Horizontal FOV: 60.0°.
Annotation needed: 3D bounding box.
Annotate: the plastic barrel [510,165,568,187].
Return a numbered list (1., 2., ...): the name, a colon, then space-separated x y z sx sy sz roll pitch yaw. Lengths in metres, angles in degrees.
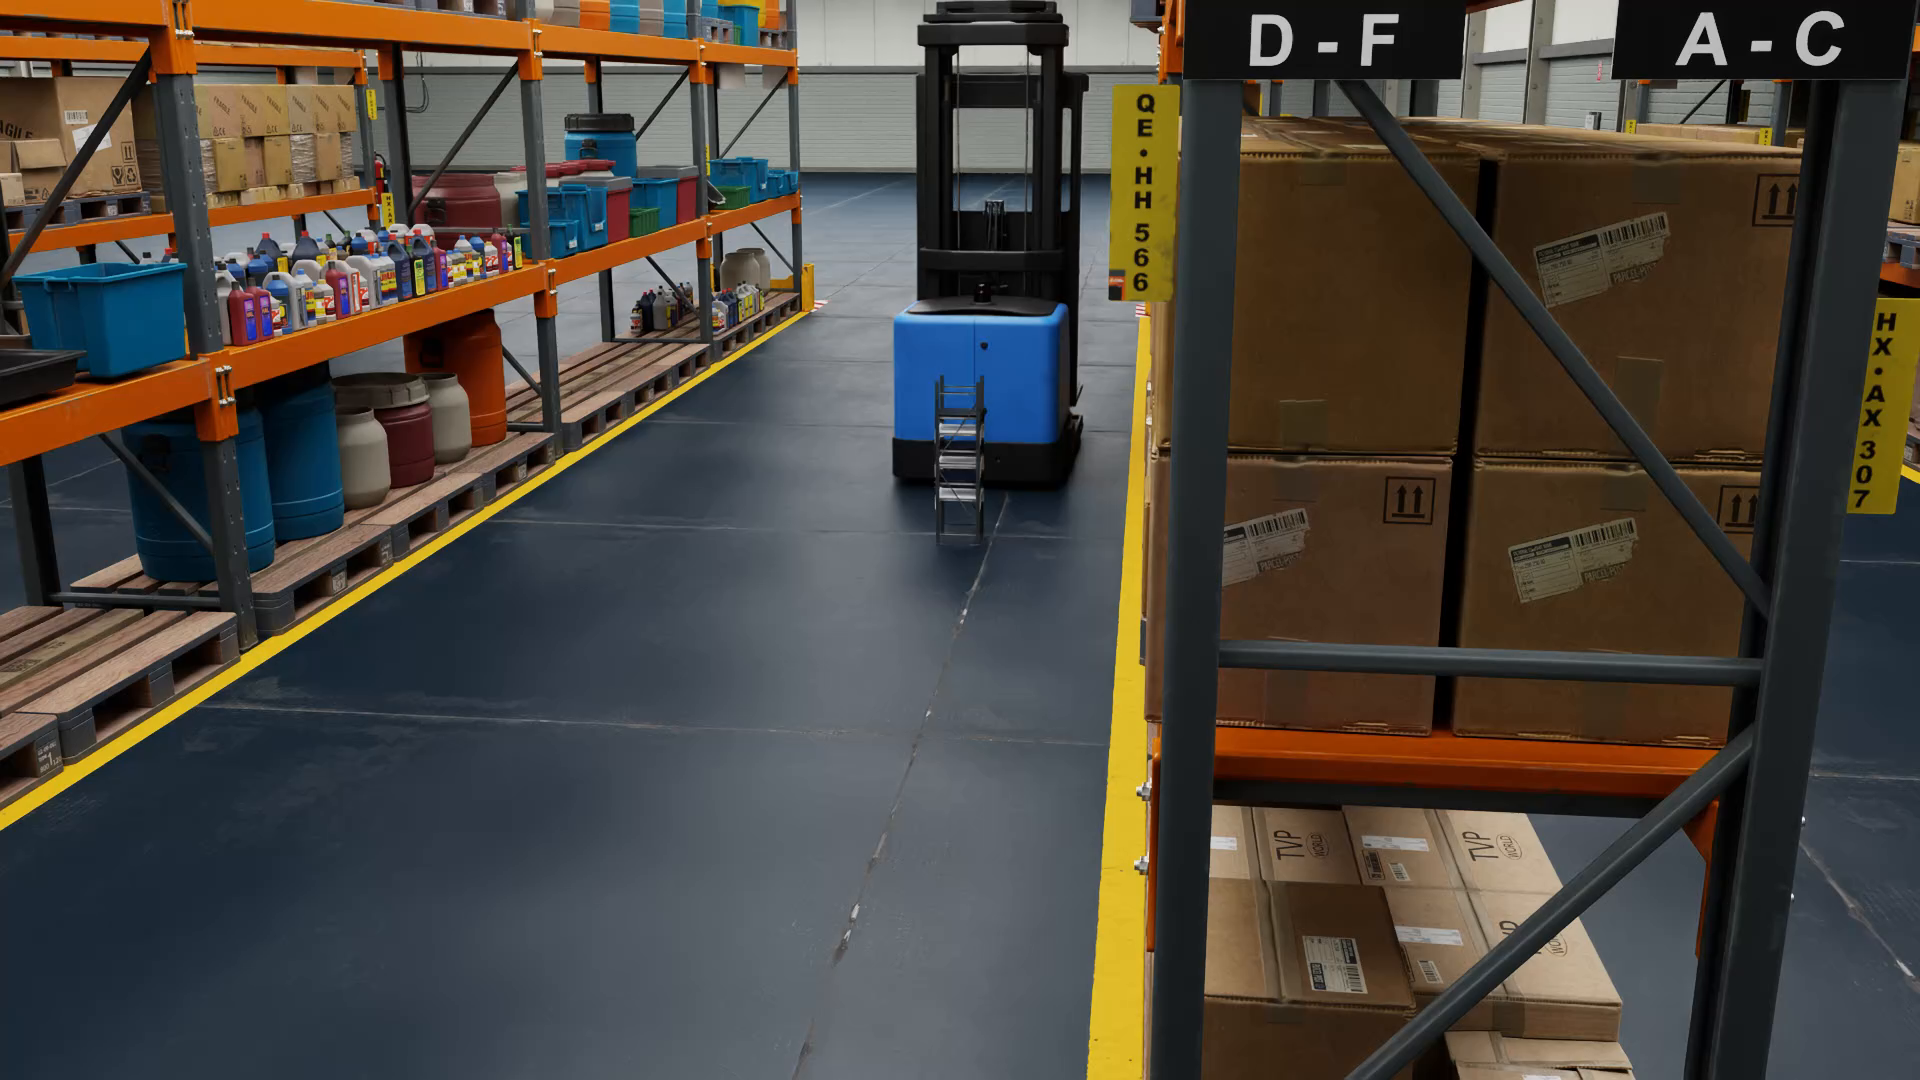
1. plastic barrel: -3.194 -2.577 12.684 0.433 0.535 0.433 0 15 0

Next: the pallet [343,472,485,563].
1. pallet: -3.376 -0.151 9.314 1.003 0.211 1.213 2 15 6

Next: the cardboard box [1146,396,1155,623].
1. cardboard box: 0.666 -0.103 3.606 0.500 0.500 0.500 2 15 7

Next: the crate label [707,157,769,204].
1. crate label: -2.224 -3.624 16.752 0.502 0.435 0.616 2 15 6

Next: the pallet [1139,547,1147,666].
1. pallet: 1.336 0.301 7.646 1.003 0.211 1.213 2 15 6

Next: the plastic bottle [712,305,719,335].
1. plastic bottle: -2.265 -2.020 15.271 0.097 0.271 0.097 0 15 0

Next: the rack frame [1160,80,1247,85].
1. rack frame: 2.636 -3.946 18.008 1.000 3.000 0.127 2 15 6

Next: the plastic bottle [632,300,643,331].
1. plastic bottle: -3.010 -2.091 15.509 0.061 0.283 0.133 2 15 9

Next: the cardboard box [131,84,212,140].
1. cardboard box: -7.355 -3.985 15.476 0.500 0.500 0.500 2 15 6

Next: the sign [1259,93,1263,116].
1. sign: 3.173 -4.600 17.754 0.100 0.325 0.005 2 15 6

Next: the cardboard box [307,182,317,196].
1. cardboard box: -7.153 -3.778 17.869 0.380 0.149 0.250 2 15 6

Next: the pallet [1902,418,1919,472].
1. pallet: 6.745 -0.583 10.912 1.003 0.211 1.213 2 15 6

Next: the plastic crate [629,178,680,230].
1. plastic crate: -2.552 -2.752 13.625 0.392 0.384 0.575 2 15 6

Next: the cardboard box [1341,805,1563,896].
1. cardboard box: 1.287 0.927 4.413 0.500 0.250 0.500 2 15 6

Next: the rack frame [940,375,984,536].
1. rack frame: 0.011 -0.459 9.134 0.240 0.900 0.006 2 15 6

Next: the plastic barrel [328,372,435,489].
1. plastic barrel: -3.354 -0.636 9.584 0.600 0.588 0.708 2 15 6

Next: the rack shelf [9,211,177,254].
1. rack shelf: -7.884 -2.335 13.430 1.077 0.370 4.000 2 15 6

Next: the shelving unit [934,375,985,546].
1. shelving unit: -0.001 -0.432 9.037 0.258 0.900 0.210 2 15 6

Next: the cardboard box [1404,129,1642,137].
1. cardboard box: 1.255 -0.700 3.896 0.500 0.500 0.500 2 15 7

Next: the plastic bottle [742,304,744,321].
1. plastic bottle: -2.157 -2.236 16.202 0.097 0.201 0.097 0 15 0

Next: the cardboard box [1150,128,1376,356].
1. cardboard box: 0.717 -0.716 3.957 0.500 0.500 0.500 2 15 8

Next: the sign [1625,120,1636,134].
1. sign: 7.019 -4.235 17.418 0.100 0.325 0.005 2 15 6

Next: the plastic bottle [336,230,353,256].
1. plastic bottle: -3.671 -1.705 9.946 0.061 0.283 0.133 2 15 6

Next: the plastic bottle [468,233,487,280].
1. plastic bottle: -2.889 -1.699 9.944 0.097 0.271 0.097 0 15 0

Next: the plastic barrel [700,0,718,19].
1. plastic barrel: -2.518 -5.203 15.146 0.600 0.901 0.708 2 15 6

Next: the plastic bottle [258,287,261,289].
1. plastic bottle: -3.293 -1.087 7.816 0.097 0.201 0.097 0 15 0

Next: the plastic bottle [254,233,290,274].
1. plastic bottle: -3.737 -1.490 9.022 0.144 0.351 0.185 2 15 6

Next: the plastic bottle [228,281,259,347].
1. plastic bottle: -3.174 -1.007 7.362 0.061 0.283 0.133 2 15 6

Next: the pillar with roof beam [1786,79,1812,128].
1. pillar with roof beam: 4.061 -6.617 16.392 9.100 9.000 0.400 2 15 6

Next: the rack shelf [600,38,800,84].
1. rack shelf: -2.511 -4.675 16.335 1.077 0.370 4.000 2 15 6

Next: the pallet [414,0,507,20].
1. pallet: -3.372 -3.179 9.788 1.003 0.211 1.213 2 15 6

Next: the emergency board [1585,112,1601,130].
1. emergency board: 9.333 -5.790 24.828 0.194 1.169 0.643 2 15 6

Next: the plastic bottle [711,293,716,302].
1. plastic bottle: -2.377 -2.190 15.748 0.144 0.351 0.185 2 15 6

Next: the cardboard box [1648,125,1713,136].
1. cardboard box: 7.140 -3.857 16.493 0.500 0.500 0.500 2 15 6

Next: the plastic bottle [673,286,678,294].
1. plastic bottle: -2.850 -2.412 16.720 0.097 0.271 0.097 0 15 0

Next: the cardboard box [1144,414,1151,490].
1. cardboard box: 1.229 -0.366 8.714 0.500 0.500 0.500 1 15 4

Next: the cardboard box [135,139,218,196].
1. cardboard box: -7.546 -3.508 15.627 0.875 0.500 0.500 2 15 6

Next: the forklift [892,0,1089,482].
1. forklift: 0.288 -2.107 11.341 1.130 2.935 3.031 2 15 7

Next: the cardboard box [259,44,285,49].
1. cardboard box: -7.180 -5.089 16.776 0.500 0.250 0.500 1 15 5

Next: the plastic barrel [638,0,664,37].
1. plastic barrel: -2.652 -4.437 13.119 0.600 0.901 0.600 0 15 0

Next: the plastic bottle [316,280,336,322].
1. plastic bottle: -3.105 -1.168 8.116 0.097 0.201 0.097 0 15 0

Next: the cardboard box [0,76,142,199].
1. cardboard box: -7.887 -3.492 14.374 1.000 1.000 1.000 2 15 7

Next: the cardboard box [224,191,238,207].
1. cardboard box: -7.274 -3.322 16.182 0.380 0.149 0.250 2 15 6

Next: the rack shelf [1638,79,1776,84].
1. rack shelf: 7.333 -4.383 15.256 1.077 0.370 4.000 2 15 6

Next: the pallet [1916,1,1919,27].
1. pallet: 6.818 -3.695 11.693 1.213 0.211 1.003 2 15 6

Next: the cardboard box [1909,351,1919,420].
1. cardboard box: 6.859 -1.050 11.245 0.700 0.500 0.500 2 15 6

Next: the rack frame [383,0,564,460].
1. rack frame: -3.188 -2.018 10.878 1.000 3.000 0.127 2 15 6

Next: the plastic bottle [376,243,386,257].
1. plastic bottle: -3.484 -1.700 10.085 0.097 0.201 0.097 0 15 0
